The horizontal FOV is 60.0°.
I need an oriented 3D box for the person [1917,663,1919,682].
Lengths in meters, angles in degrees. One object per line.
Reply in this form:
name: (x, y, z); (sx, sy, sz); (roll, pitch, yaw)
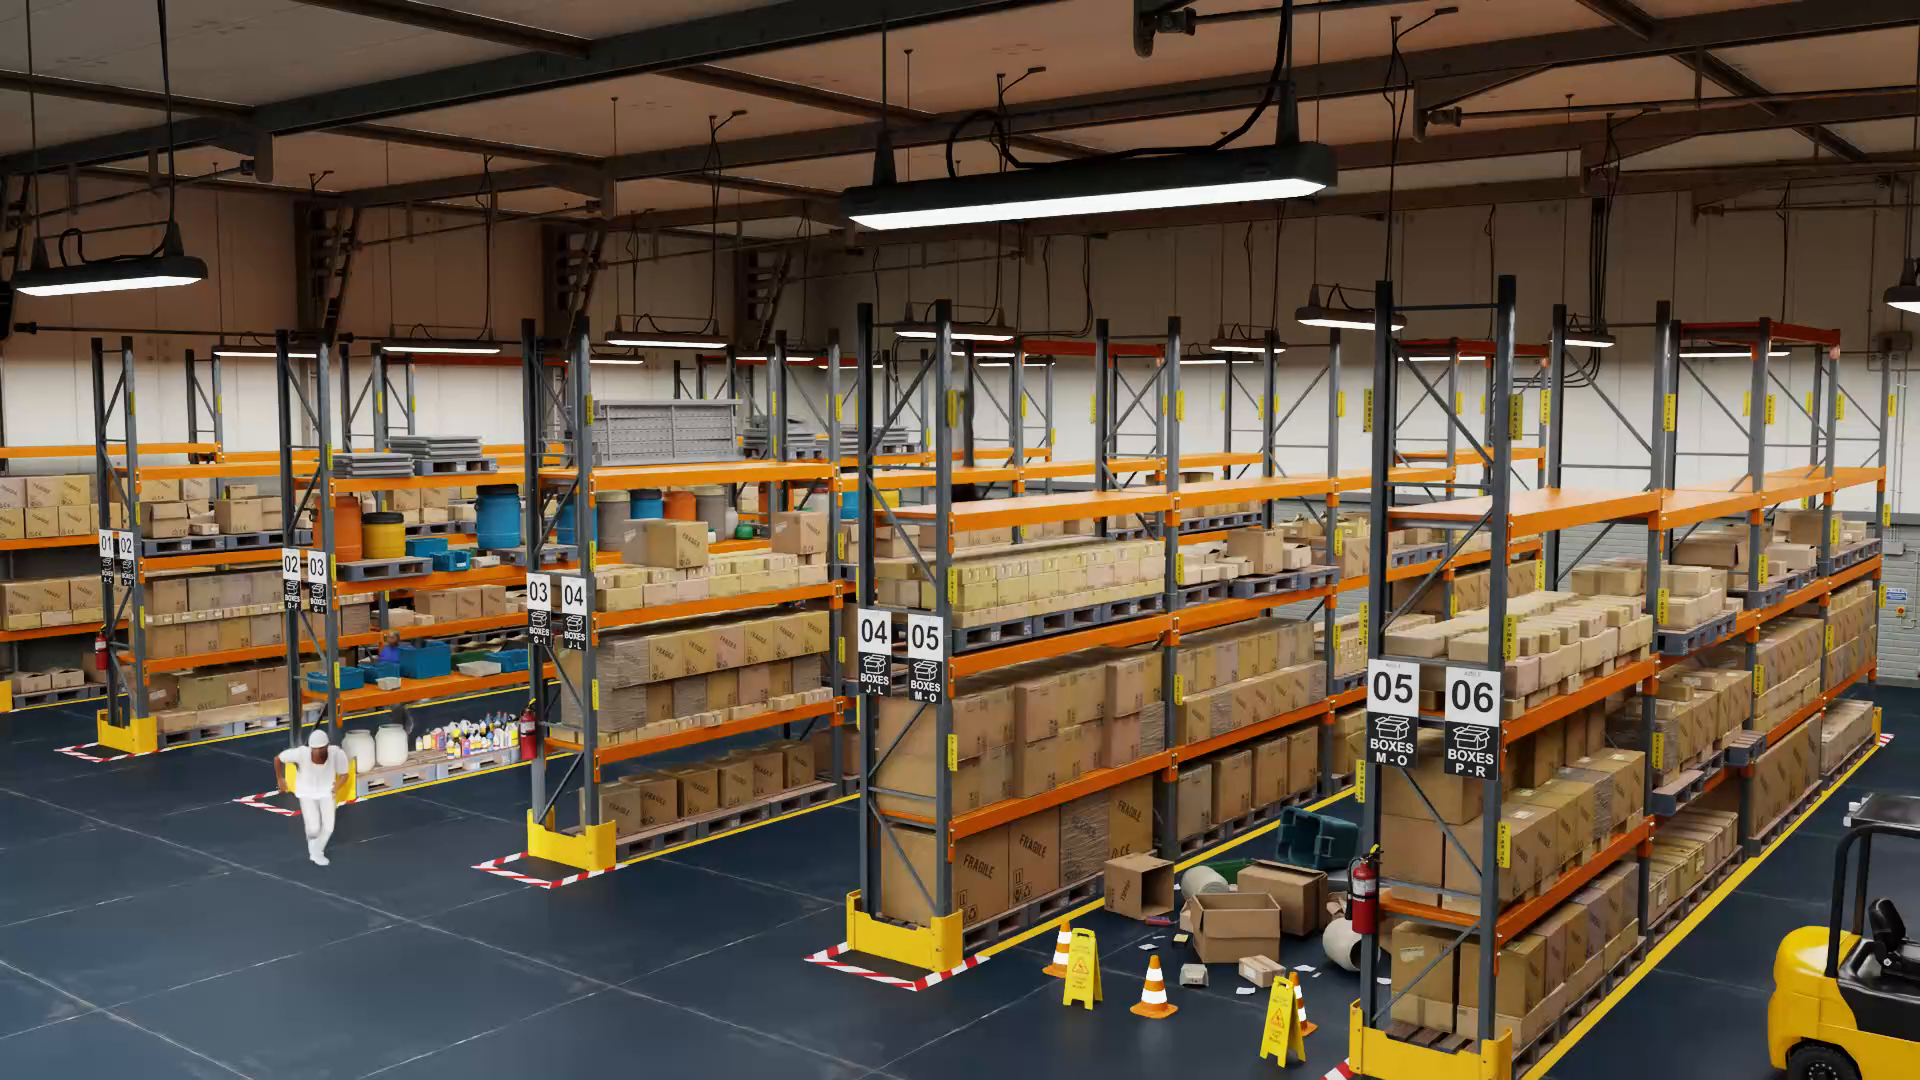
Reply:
person: (14.356, 2.255, 24.388); (0.610, 1.653, 0.736); (1, 5, 9)

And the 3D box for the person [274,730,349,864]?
person: (-7.026, 2.808, 18.060); (0.735, 1.578, 0.838); (-3, 6, -28)

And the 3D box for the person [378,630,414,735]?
person: (-8.400, 2.173, 24.790); (0.569, 1.696, 0.851); (1, 5, 16)
